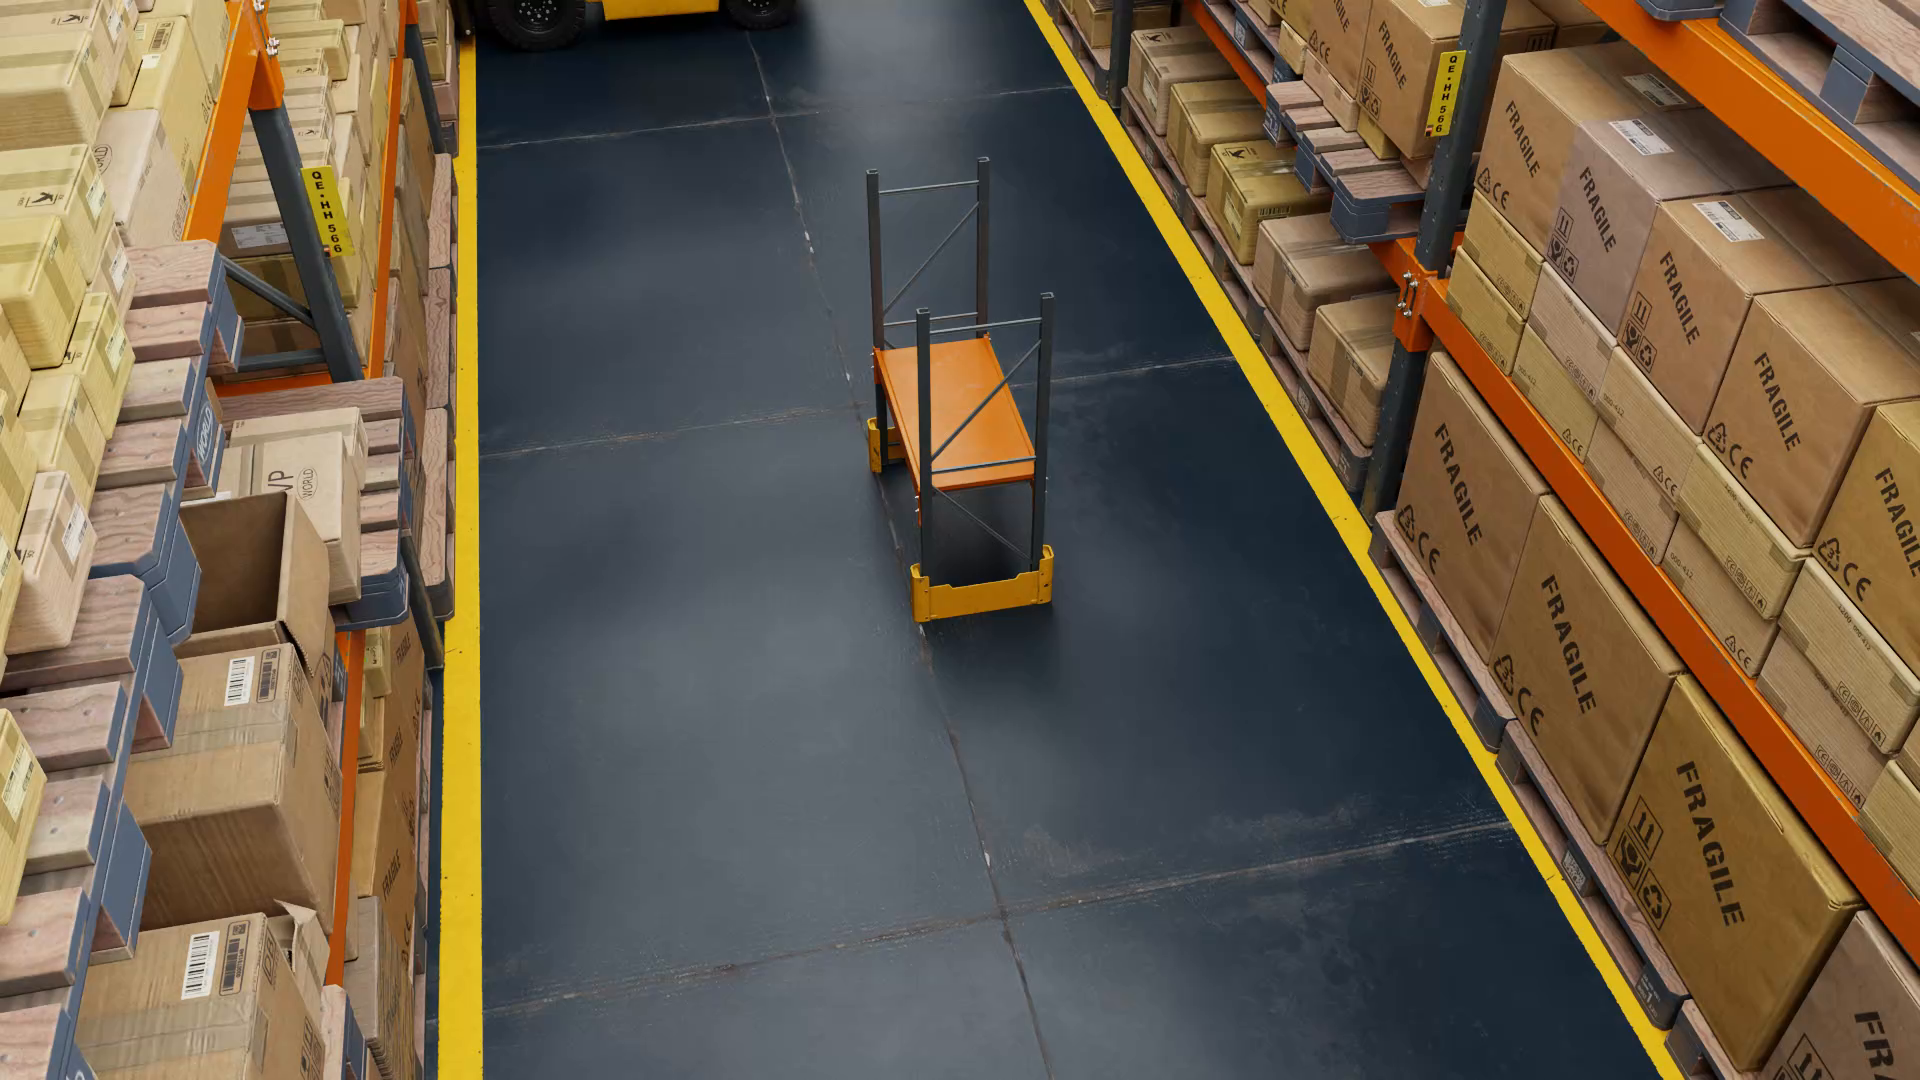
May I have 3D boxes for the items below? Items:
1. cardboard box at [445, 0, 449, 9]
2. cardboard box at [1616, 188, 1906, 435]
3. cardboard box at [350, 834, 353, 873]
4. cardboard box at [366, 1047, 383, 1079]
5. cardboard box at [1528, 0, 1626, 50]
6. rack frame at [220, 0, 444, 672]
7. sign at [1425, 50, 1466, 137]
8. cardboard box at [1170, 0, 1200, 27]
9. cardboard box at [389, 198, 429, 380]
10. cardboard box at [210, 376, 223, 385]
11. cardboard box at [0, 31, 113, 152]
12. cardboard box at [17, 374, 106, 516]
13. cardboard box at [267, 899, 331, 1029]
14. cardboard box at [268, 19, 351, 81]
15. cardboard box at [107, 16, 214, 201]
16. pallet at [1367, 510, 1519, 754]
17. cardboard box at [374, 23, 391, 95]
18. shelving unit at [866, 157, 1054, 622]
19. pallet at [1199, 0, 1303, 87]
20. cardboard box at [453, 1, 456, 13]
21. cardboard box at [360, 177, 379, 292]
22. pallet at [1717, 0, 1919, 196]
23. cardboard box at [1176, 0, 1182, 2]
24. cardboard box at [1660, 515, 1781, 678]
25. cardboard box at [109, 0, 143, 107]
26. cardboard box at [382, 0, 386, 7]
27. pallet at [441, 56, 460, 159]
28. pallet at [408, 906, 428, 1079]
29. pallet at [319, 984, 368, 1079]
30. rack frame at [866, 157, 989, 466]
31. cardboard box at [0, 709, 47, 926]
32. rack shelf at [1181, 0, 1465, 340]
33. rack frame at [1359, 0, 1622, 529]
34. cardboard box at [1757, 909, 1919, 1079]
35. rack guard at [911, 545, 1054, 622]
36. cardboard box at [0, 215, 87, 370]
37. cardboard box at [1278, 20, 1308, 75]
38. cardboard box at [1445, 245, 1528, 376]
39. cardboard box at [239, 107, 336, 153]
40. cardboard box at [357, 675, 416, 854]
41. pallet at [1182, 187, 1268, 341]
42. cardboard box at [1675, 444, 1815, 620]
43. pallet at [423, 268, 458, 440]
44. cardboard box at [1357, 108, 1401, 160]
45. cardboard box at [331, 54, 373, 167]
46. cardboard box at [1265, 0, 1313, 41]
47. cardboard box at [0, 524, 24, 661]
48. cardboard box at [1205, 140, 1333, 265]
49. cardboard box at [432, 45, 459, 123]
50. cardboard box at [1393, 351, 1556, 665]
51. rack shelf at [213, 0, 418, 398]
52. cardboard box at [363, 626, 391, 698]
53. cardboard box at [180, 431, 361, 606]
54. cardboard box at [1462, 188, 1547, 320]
[{"bbox_3d":[-3.444,-3.490,10.300,0.500,0.250,0.500,-9,42,-10],"label":"cardboard box"},{"bbox_3d":[2.357,-0.682,4.931,0.500,0.500,0.500,-7,42,-8],"label":"cardboard box"},{"bbox_3d":[-2.046,0.938,5.012,0.380,0.149,0.250,-9,42,-10],"label":"cardboard box"},{"bbox_3d":[-1.819,1.787,4.544,0.500,0.500,0.500,-10,42,-11],"label":"cardboard box"},{"bbox_3d":[2.405,-1.914,6.531,0.500,0.500,0.500,-9,42,-10],"label":"cardboard box"},{"bbox_3d":[-2.569,-0.570,5.633,1.000,3.000,0.127,-8,42,-9],"label":"rack frame"},{"bbox_3d":[1.749,-1.603,5.984,0.100,0.325,0.005,-8,42,-9],"label":"sign"},{"bbox_3d":[1.549,-3.426,10.605,0.500,0.250,0.500,-10,43,-11],"label":"cardboard box"},{"bbox_3d":[-2.985,-1.104,7.707,0.875,0.625,0.625,-10,43,-11],"label":"cardboard box"},{"bbox_3d":[-2.916,-0.769,5.969,0.500,0.250,0.500,-9,42,-10],"label":"cardboard box"},{"bbox_3d":[-1.926,-0.874,3.305,0.380,0.149,0.250,-8,42,-9],"label":"cardboard box"},{"bbox_3d":[-1.605,-0.112,2.655,0.380,0.149,0.250,-9,42,-10],"label":"cardboard box"},{"bbox_3d":[-1.631,0.961,3.693,0.396,0.266,0.258,-6,42,-7],"label":"cardboard box"},{"bbox_3d":[-2.639,-1.934,6.605,0.380,0.149,0.250,-8,42,-8],"label":"cardboard box"},{"bbox_3d":[-2.112,-1.012,3.984,0.500,0.250,0.500,-8,42,-9],"label":"cardboard box"},{"bbox_3d":[2.373,0.281,6.774,1.003,0.211,1.213,-8,42,-9],"label":"pallet"},{"bbox_3d":[-2.877,-2.166,7.544,0.500,0.250,0.500,-8,42,-9],"label":"cardboard box"},{"bbox_3d":[-0.016,-0.610,6.808,0.587,1.500,1.083,-8,42,-9],"label":"shelving unit"},{"bbox_3d":[1.809,-2.489,7.939,1.003,0.211,1.213,-8,42,-9],"label":"pallet"},{"bbox_3d":[-3.555,-3.642,10.849,0.500,0.250,0.500,-7,42,-8],"label":"cardboard box"},{"bbox_3d":[-2.530,-1.163,6.414,0.500,0.250,0.500,-9,42,-10],"label":"cardboard box"},{"bbox_3d":[2.712,-1.201,4.226,1.003,0.211,1.213,-7,42,-7],"label":"pallet"},{"bbox_3d":[1.549,-3.707,10.356,0.500,0.500,0.500,-6,42,-7],"label":"cardboard box"},{"bbox_3d":[2.482,0.116,4.972,0.500,0.250,0.500,-8,42,-9],"label":"cardboard box"},{"bbox_3d":[-2.093,-1.090,3.771,0.380,0.149,0.250,-8,42,-9],"label":"cardboard box"},{"bbox_3d":[-2.959,-2.680,7.745,0.500,0.250,0.500,-9,42,-10],"label":"cardboard box"},{"bbox_3d":[-3.564,-2.641,10.067,1.003,0.211,1.213,-8,42,-9],"label":"pallet"},{"bbox_3d":[-2.185,1.752,5.118,1.003,0.211,1.213,-8,42,-9],"label":"pallet"},{"bbox_3d":[-1.772,1.561,3.376,1.003,0.211,1.213,-8,42,-9],"label":"pallet"},{"bbox_3d":[-0.128,-0.946,7.186,0.500,1.500,0.032,-8,42,-9],"label":"rack frame"},{"bbox_3d":[-1.404,0.377,2.104,0.380,0.149,0.250,-8,42,-9],"label":"cardboard box"},{"bbox_3d":[1.845,-2.311,8.136,1.077,0.370,4.000,-8,42,-9],"label":"rack shelf"},{"bbox_3d":[2.276,-1.284,6.436,1.000,3.000,0.127,-8,42,-9],"label":"rack frame"},{"bbox_3d":[2.928,1.556,4.521,0.875,0.875,0.875,-7,42,-8],"label":"cardboard box"},{"bbox_3d":[0.091,0.180,6.859,0.587,0.250,0.087,-8,42,-9],"label":"rack guard"},{"bbox_3d":[-1.687,-0.392,2.747,0.380,0.149,0.250,-8,42,-9],"label":"cardboard box"},{"bbox_3d":[1.630,-2.186,7.327,0.380,0.149,0.250,-8,42,-9],"label":"cardboard box"},{"bbox_3d":[2.136,-0.874,6.088,0.500,0.250,0.500,-9,42,-10],"label":"cardboard box"},{"bbox_3d":[-2.490,-1.434,6.043,0.380,0.149,0.250,-7,42,-8],"label":"cardboard box"},{"bbox_3d":[-2.170,0.777,5.682,0.500,0.500,0.500,-9,42,-10],"label":"cardboard box"},{"bbox_3d":[1.849,-1.537,8.822,1.003,0.211,1.213,-8,42,-9],"label":"pallet"},{"bbox_3d":[2.447,-0.060,4.794,0.500,0.250,0.500,-8,42,-9],"label":"cardboard box"},{"bbox_3d":[-2.969,-0.856,8.055,1.003,0.211,1.213,-8,42,-9],"label":"pallet"},{"bbox_3d":[1.847,-1.689,6.766,0.380,0.149,0.250,-8,42,-9],"label":"cardboard box"},{"bbox_3d":[-2.629,-1.690,6.631,0.500,0.250,0.500,-9,42,-10],"label":"cardboard box"},{"bbox_3d":[1.674,-2.505,7.196,0.500,0.500,0.500,-11,43,-12],"label":"cardboard box"},{"bbox_3d":[-1.483,0.100,2.192,0.380,0.149,0.250,-9,42,-10],"label":"cardboard box"},{"bbox_3d":[1.839,-1.795,8.676,0.950,0.372,0.625,-7,42,-8],"label":"cardboard box"},{"bbox_3d":[-3.214,-2.652,9.734,0.500,0.250,0.500,-8,42,-9],"label":"cardboard box"},{"bbox_3d":[2.344,-0.186,6.485,0.875,0.875,0.875,-9,42,-10],"label":"cardboard box"},{"bbox_3d":[-3.001,-1.597,7.332,1.077,0.370,4.000,-8,42,-9],"label":"rack shelf"},{"bbox_3d":[-2.126,0.422,5.594,0.380,0.149,0.250,-10,43,-12],"label":"cardboard box"},{"bbox_3d":[-2.026,-0.033,4.825,0.500,0.250,0.500,-10,43,-11],"label":"cardboard box"},{"bbox_3d":[2.145,-1.051,5.910,0.500,0.250,0.500,-9,42,-10],"label":"cardboard box"}]
